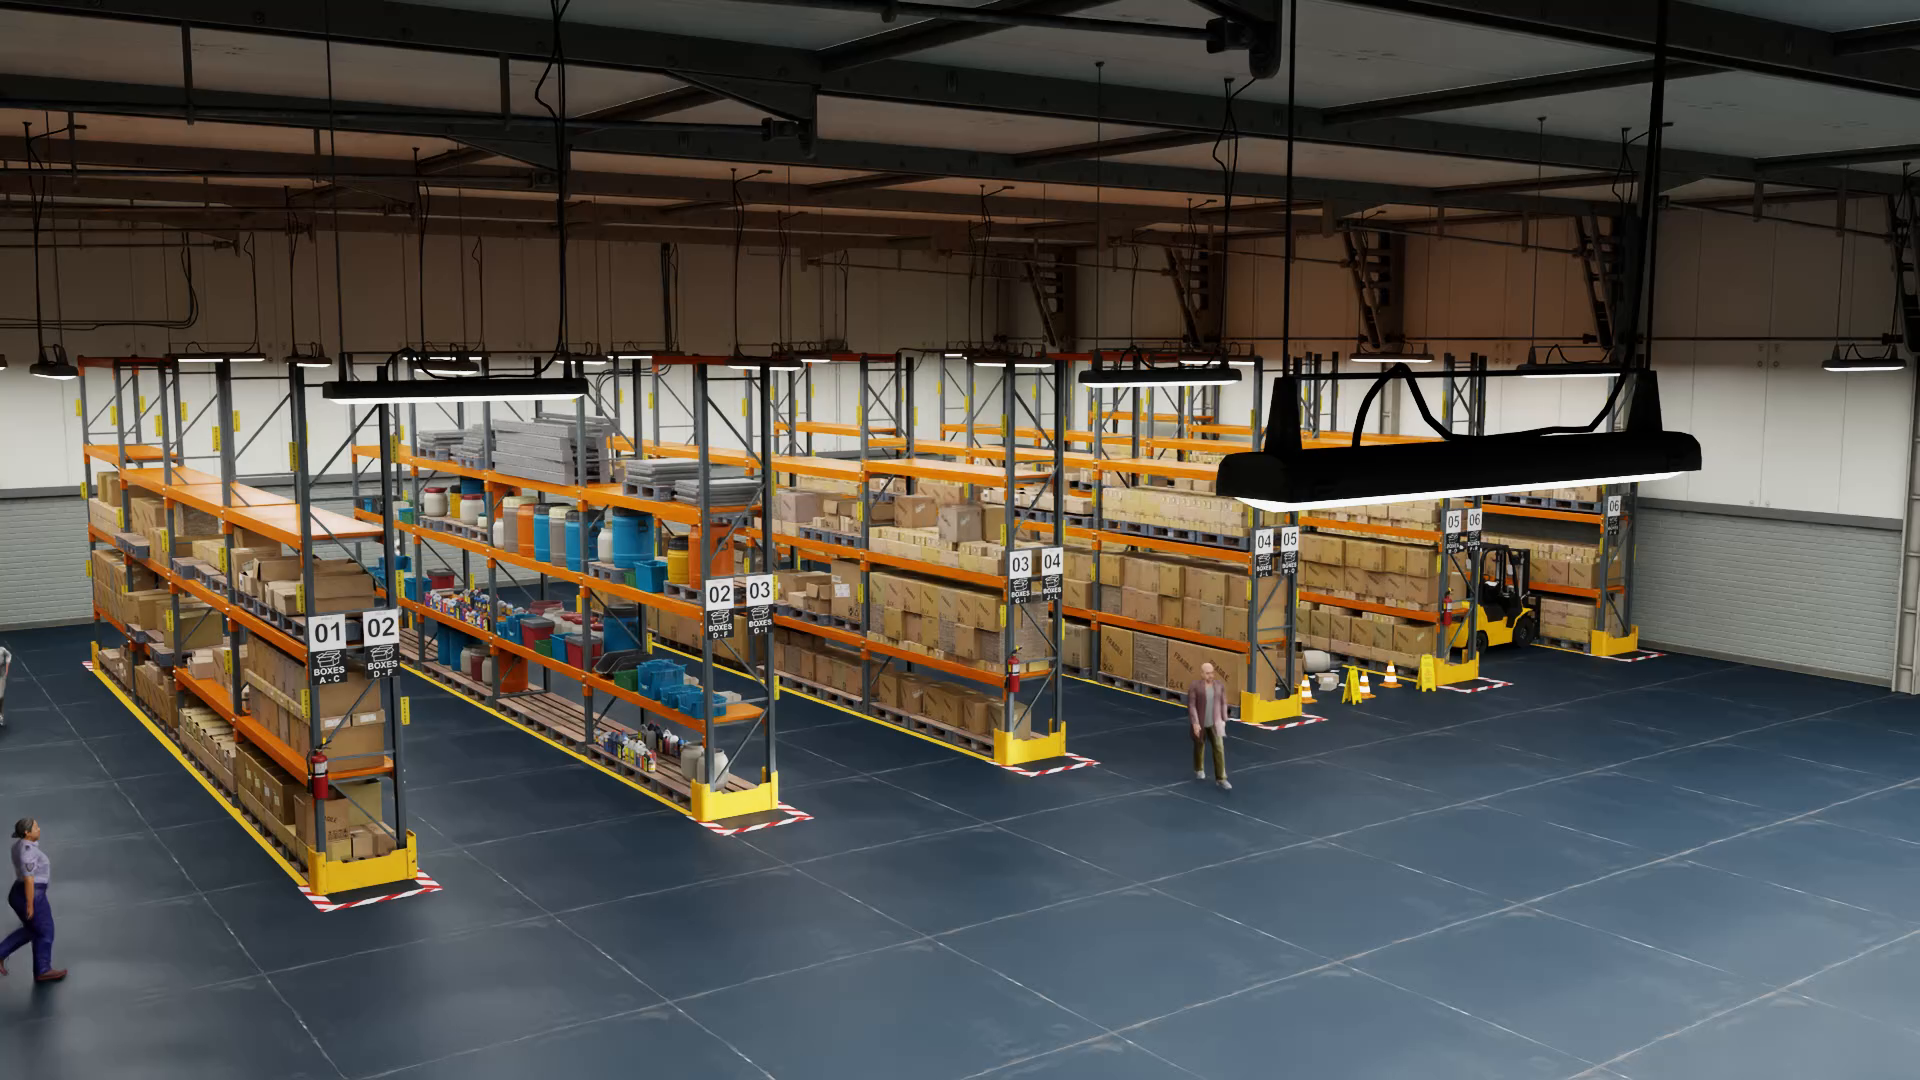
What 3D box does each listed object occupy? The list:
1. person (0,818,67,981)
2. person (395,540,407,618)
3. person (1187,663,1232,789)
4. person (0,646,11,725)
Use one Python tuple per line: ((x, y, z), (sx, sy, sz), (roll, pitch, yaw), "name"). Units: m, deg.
((-9.205, 3.576, 16.341), (0.661, 1.547, 0.473), (-6, 9, -39), "person")
((-12.656, 0.867, 37.625), (0.472, 1.788, 0.576), (-4, 8, -32), "person")
((3.514, 2.599, 23.512), (0.607, 1.734, 1.067), (0, 7, -1), "person")
((-15.751, 2.278, 27.139), (0.490, 1.514, 0.782), (-3, 8, -25), "person")
